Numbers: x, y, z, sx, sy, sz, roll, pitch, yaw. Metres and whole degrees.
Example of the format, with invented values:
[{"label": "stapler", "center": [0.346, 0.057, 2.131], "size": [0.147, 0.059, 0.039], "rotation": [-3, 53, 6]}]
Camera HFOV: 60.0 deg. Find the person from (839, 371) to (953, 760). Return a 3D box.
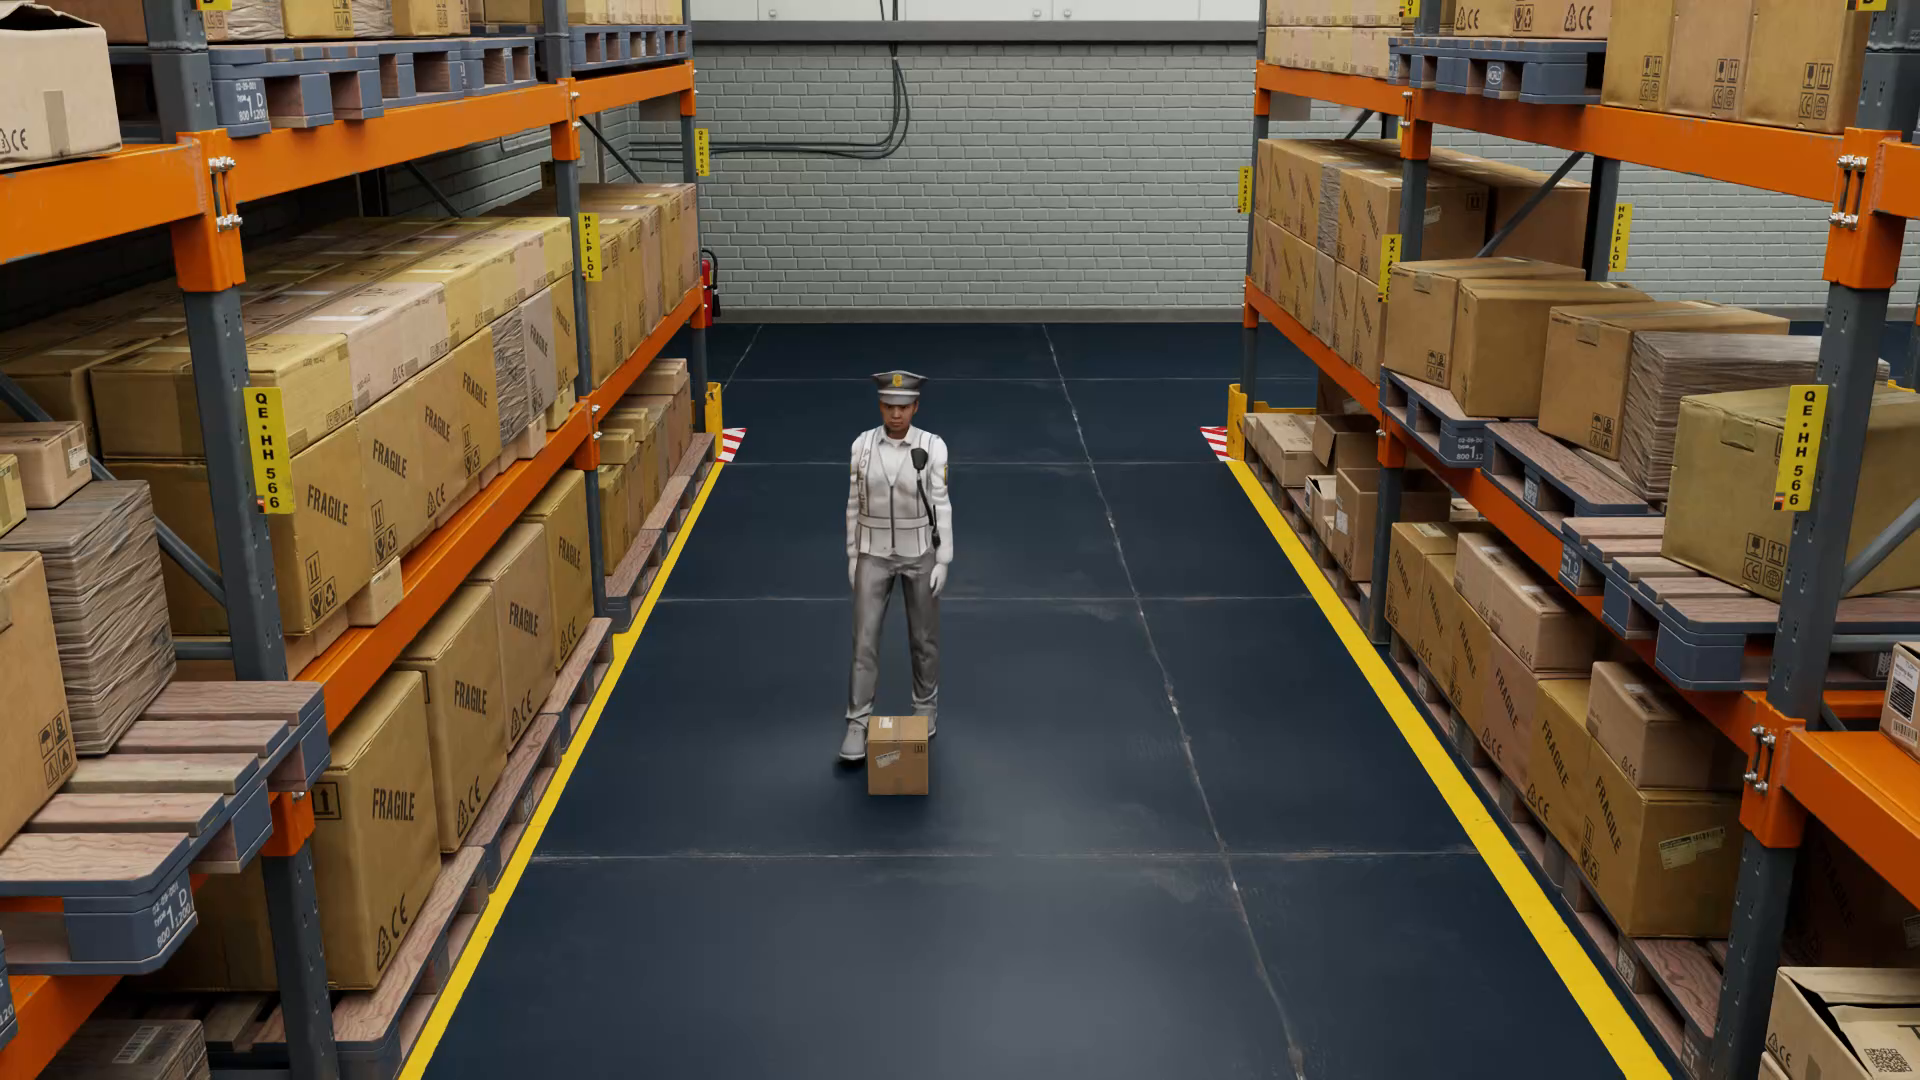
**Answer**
[{"label": "person", "center": [-0.275, 0.105, 7.166], "size": [0.476, 1.676, 0.602], "rotation": [1, 17, 4]}]
